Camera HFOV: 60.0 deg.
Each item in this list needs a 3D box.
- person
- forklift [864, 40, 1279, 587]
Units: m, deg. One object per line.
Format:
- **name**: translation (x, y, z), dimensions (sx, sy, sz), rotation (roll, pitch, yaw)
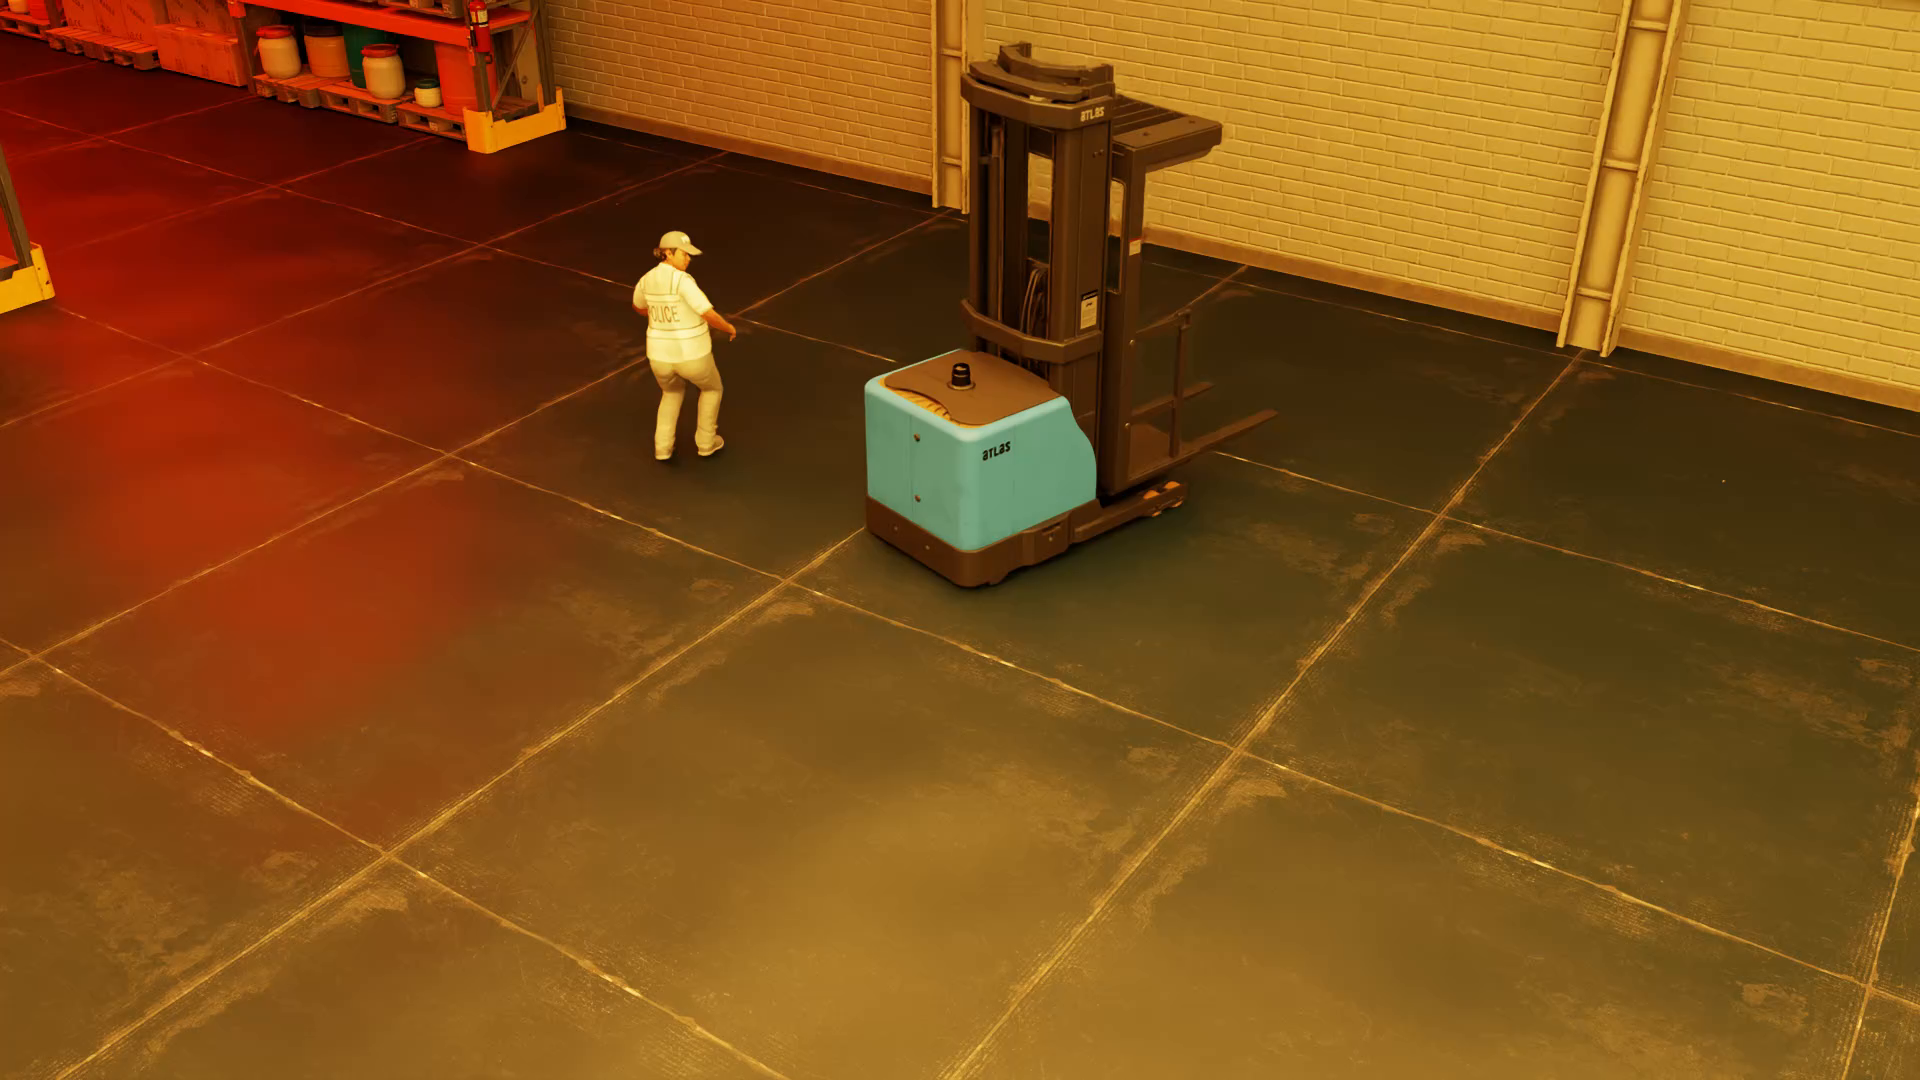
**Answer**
- **person**: translation (-1.859, -1.287, 11.169), dimensions (0.719, 1.622, 0.630), rotation (11, 32, 19)
- **forklift**: translation (0.855, -1.598, 10.332), dimensions (3.031, 2.935, 1.130), rotation (-23, 37, -34)
